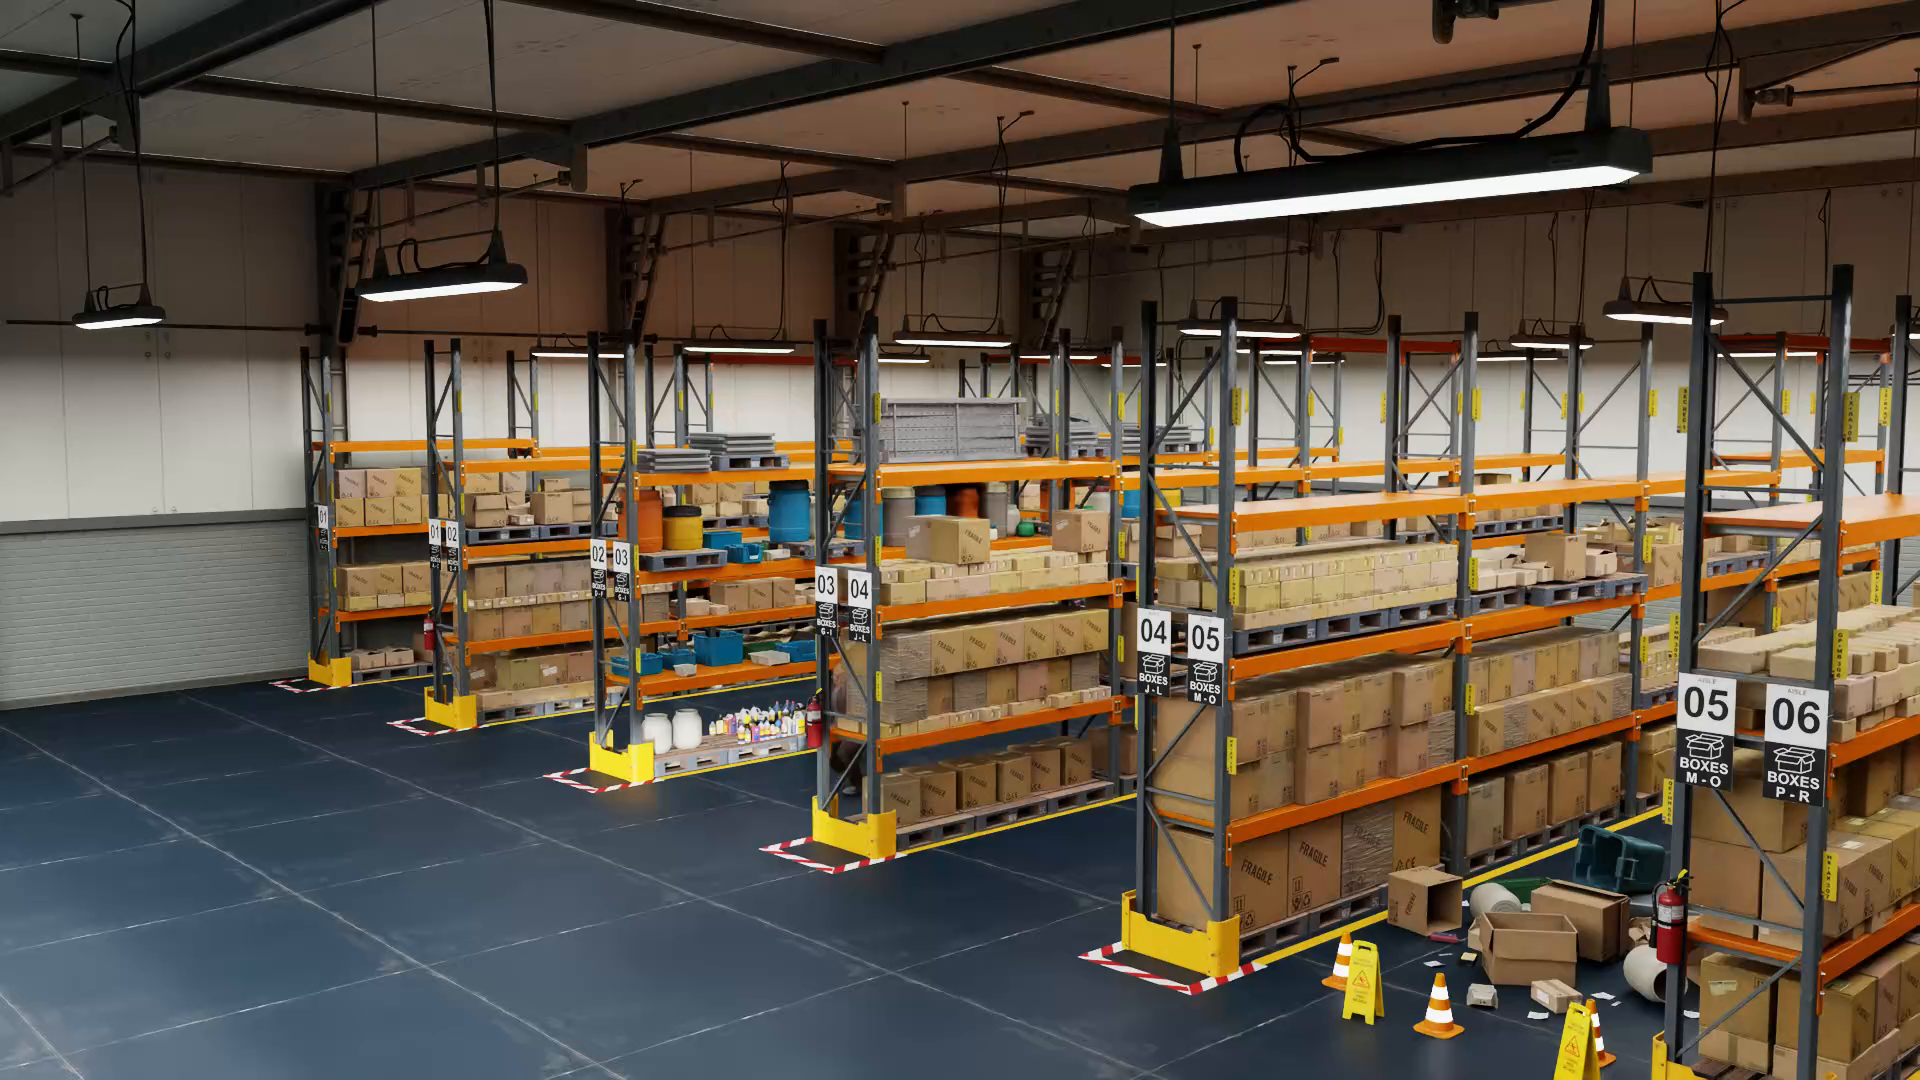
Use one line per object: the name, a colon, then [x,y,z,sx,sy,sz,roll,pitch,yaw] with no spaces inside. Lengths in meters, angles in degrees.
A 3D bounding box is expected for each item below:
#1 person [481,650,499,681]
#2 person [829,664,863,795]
person: [-8.042,1.888,28.183,0.534,1.616,0.904,4,6,38]
person: [-1.505,2.425,21.204,0.704,1.723,0.828,5,7,45]
